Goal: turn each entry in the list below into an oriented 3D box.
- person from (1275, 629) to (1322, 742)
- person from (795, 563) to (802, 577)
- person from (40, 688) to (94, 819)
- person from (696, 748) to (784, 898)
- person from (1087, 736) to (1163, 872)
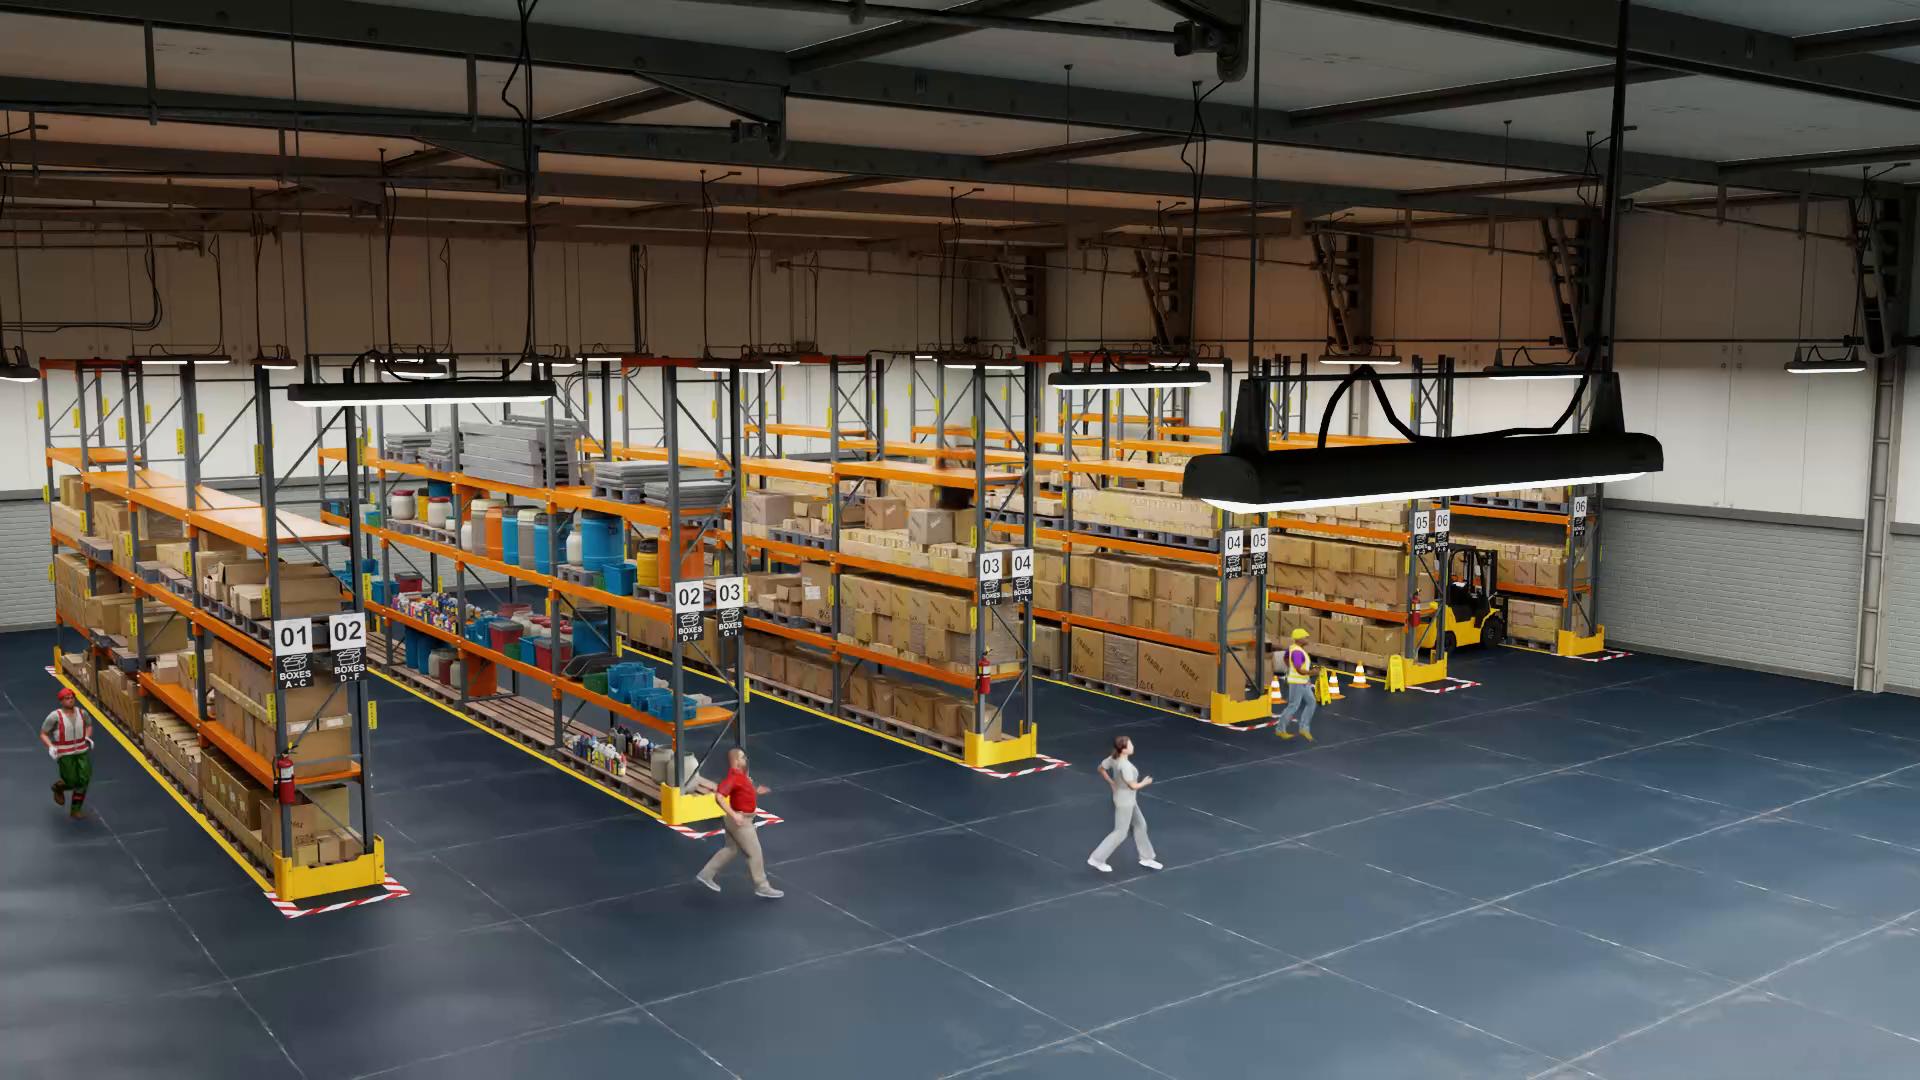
[{"bbox_3d":[5.380,2.306,26.332,0.719,1.826,0.714,2,7,18],"label":"person"},{"bbox_3d":[-3.373,1.253,35.949,0.536,1.560,0.532,-5,9,-37],"label":"person"},{"bbox_3d":[-11.839,2.822,22.119,0.606,1.740,0.658,5,9,38],"label":"person"},{"bbox_3d":[-2.505,3.201,18.824,0.984,1.721,0.661,-1,7,-10],"label":"person"},{"bbox_3d":[1.971,3.133,19.744,0.965,1.668,0.572,-1,7,-9],"label":"person"}]
